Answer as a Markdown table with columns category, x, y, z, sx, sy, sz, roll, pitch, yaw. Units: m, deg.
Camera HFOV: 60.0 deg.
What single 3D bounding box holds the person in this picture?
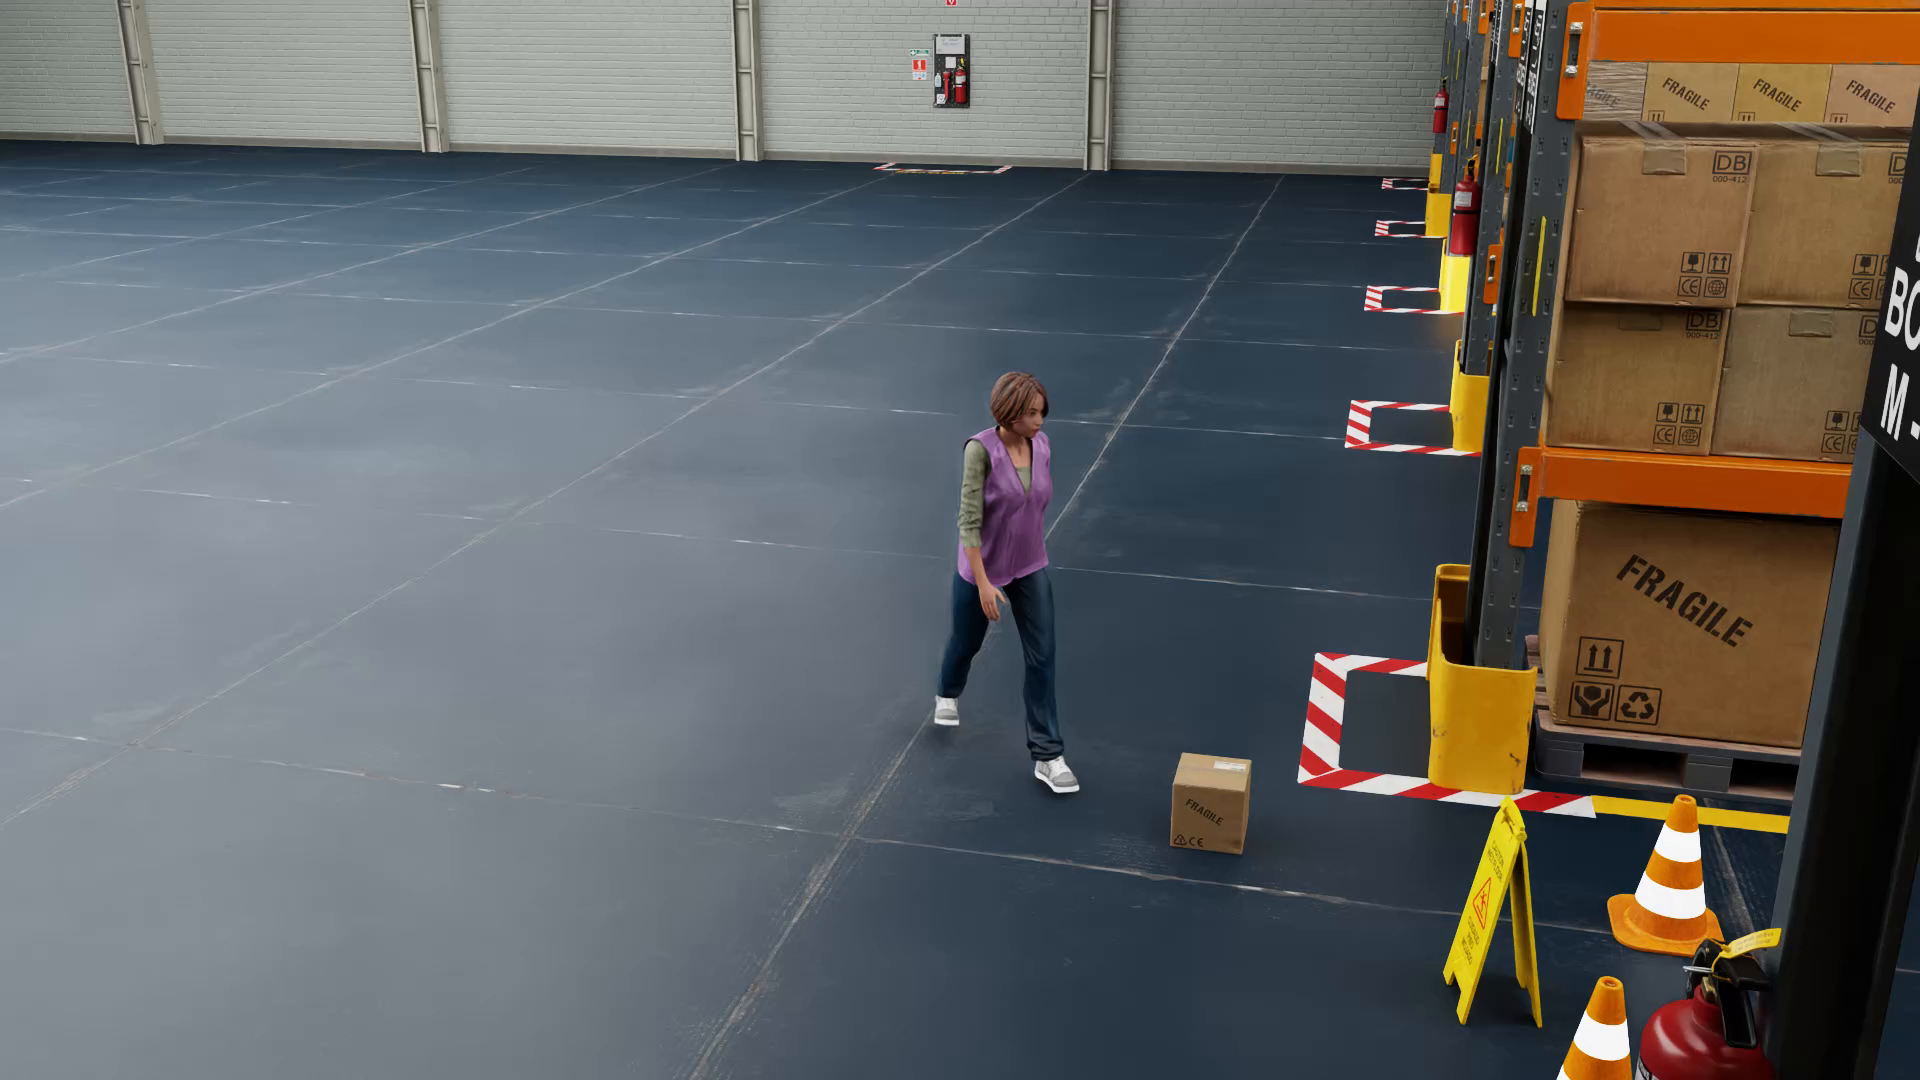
| category | x | y | z | sx | sy | sz | roll | pitch | yaw |
| --- | --- | --- | --- | --- | --- | --- | --- | --- | --- |
| person | 0.144 | 0.115 | 6.262 | 0.394 | 1.529 | 0.916 | -7 | 20 | -21 |
